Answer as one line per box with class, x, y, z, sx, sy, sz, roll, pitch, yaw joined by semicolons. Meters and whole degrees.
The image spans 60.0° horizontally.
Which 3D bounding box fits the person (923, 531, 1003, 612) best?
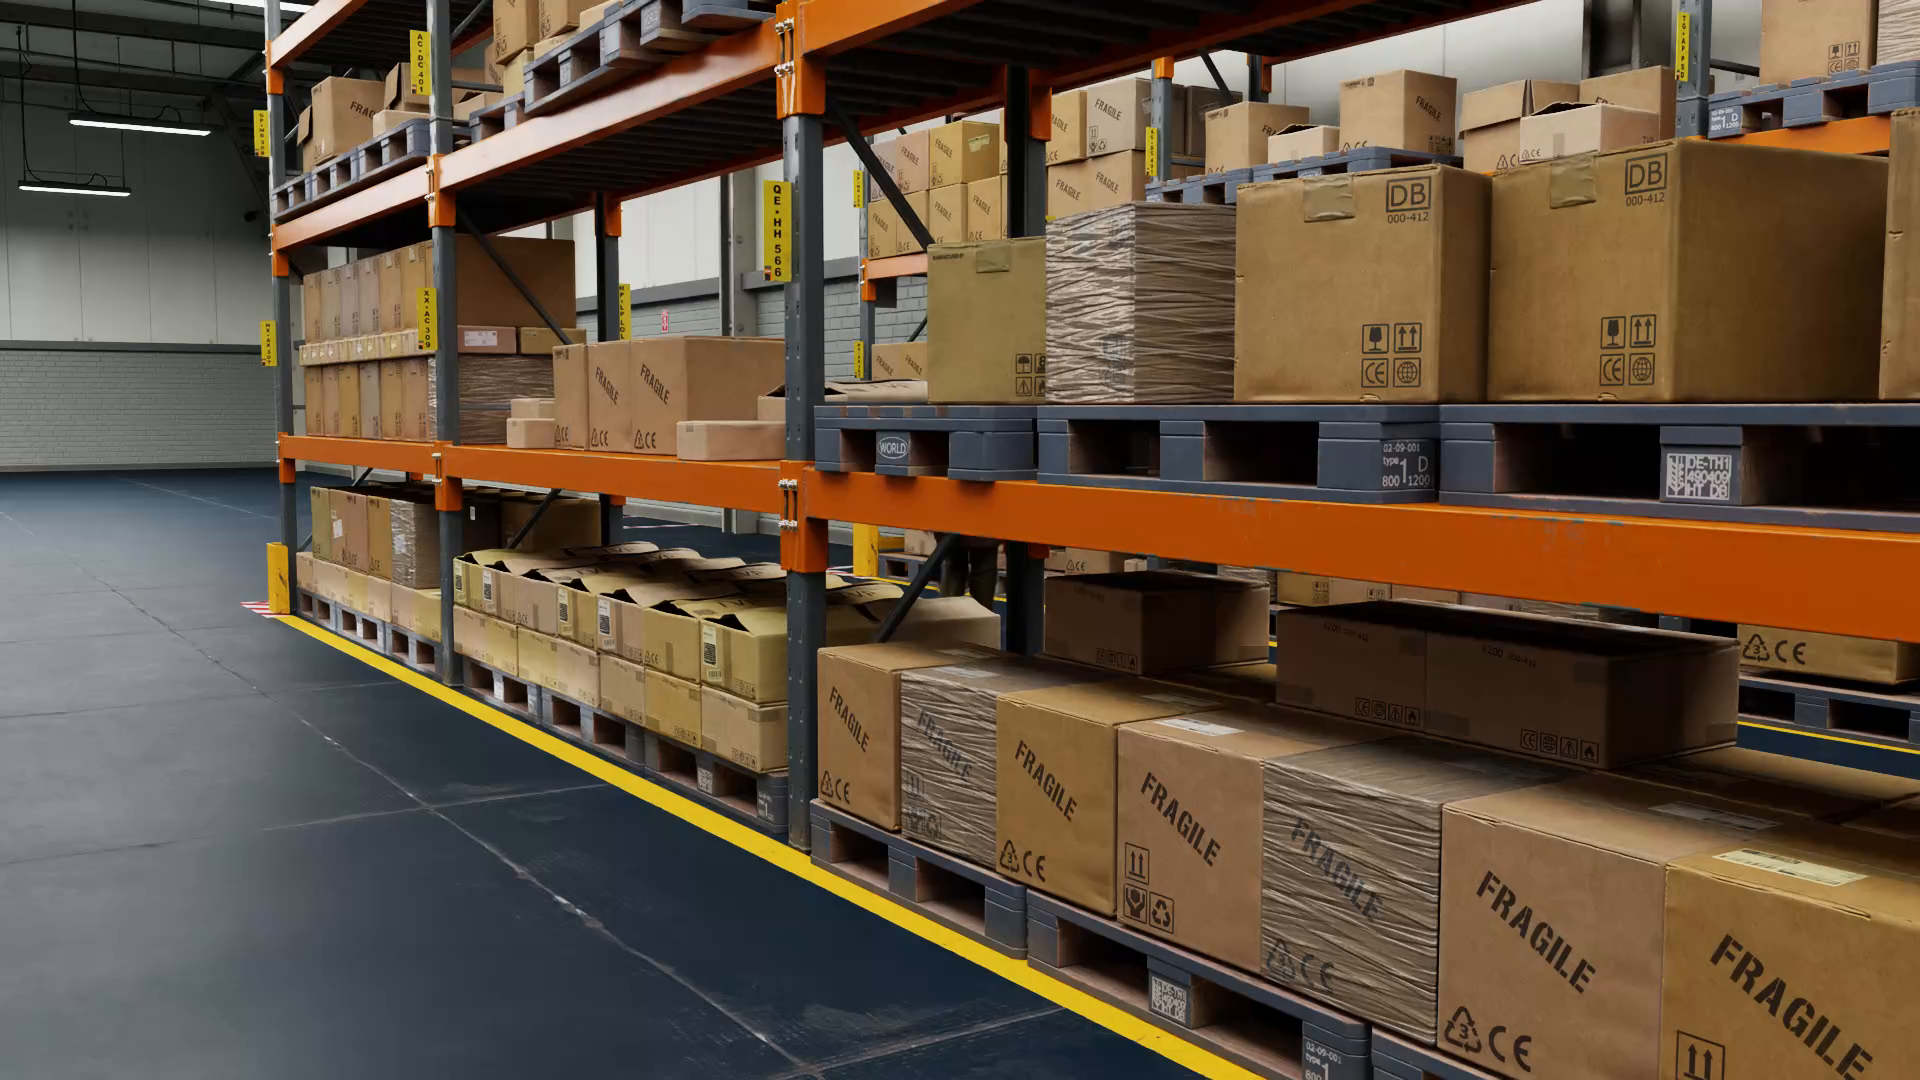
person;0.073;-0.169;10.014;0.623;1.830;0.505;2;5;26
